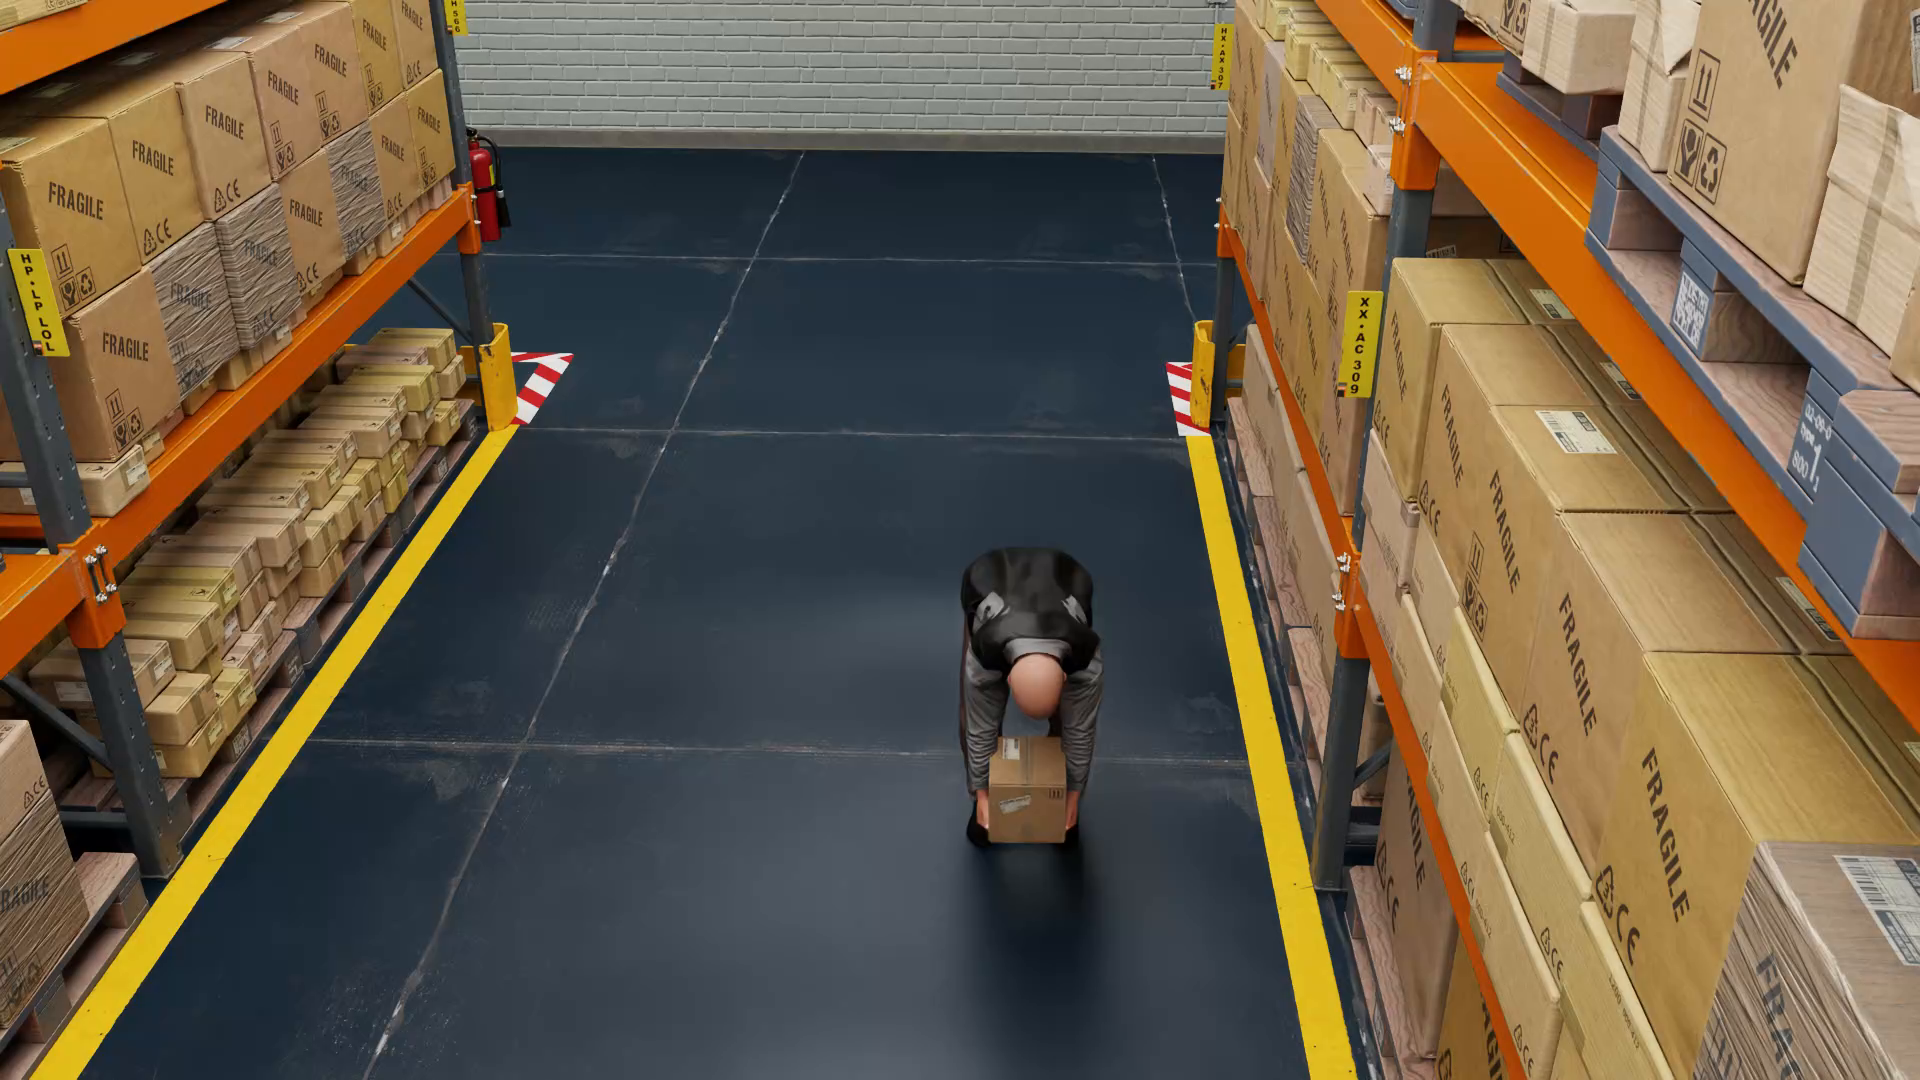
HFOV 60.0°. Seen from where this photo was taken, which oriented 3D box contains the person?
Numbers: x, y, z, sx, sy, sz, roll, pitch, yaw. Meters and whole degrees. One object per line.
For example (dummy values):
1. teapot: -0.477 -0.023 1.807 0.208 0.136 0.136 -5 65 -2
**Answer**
1. person: 0.228 0.633 5.590 0.467 1.123 0.959 0 28 0
